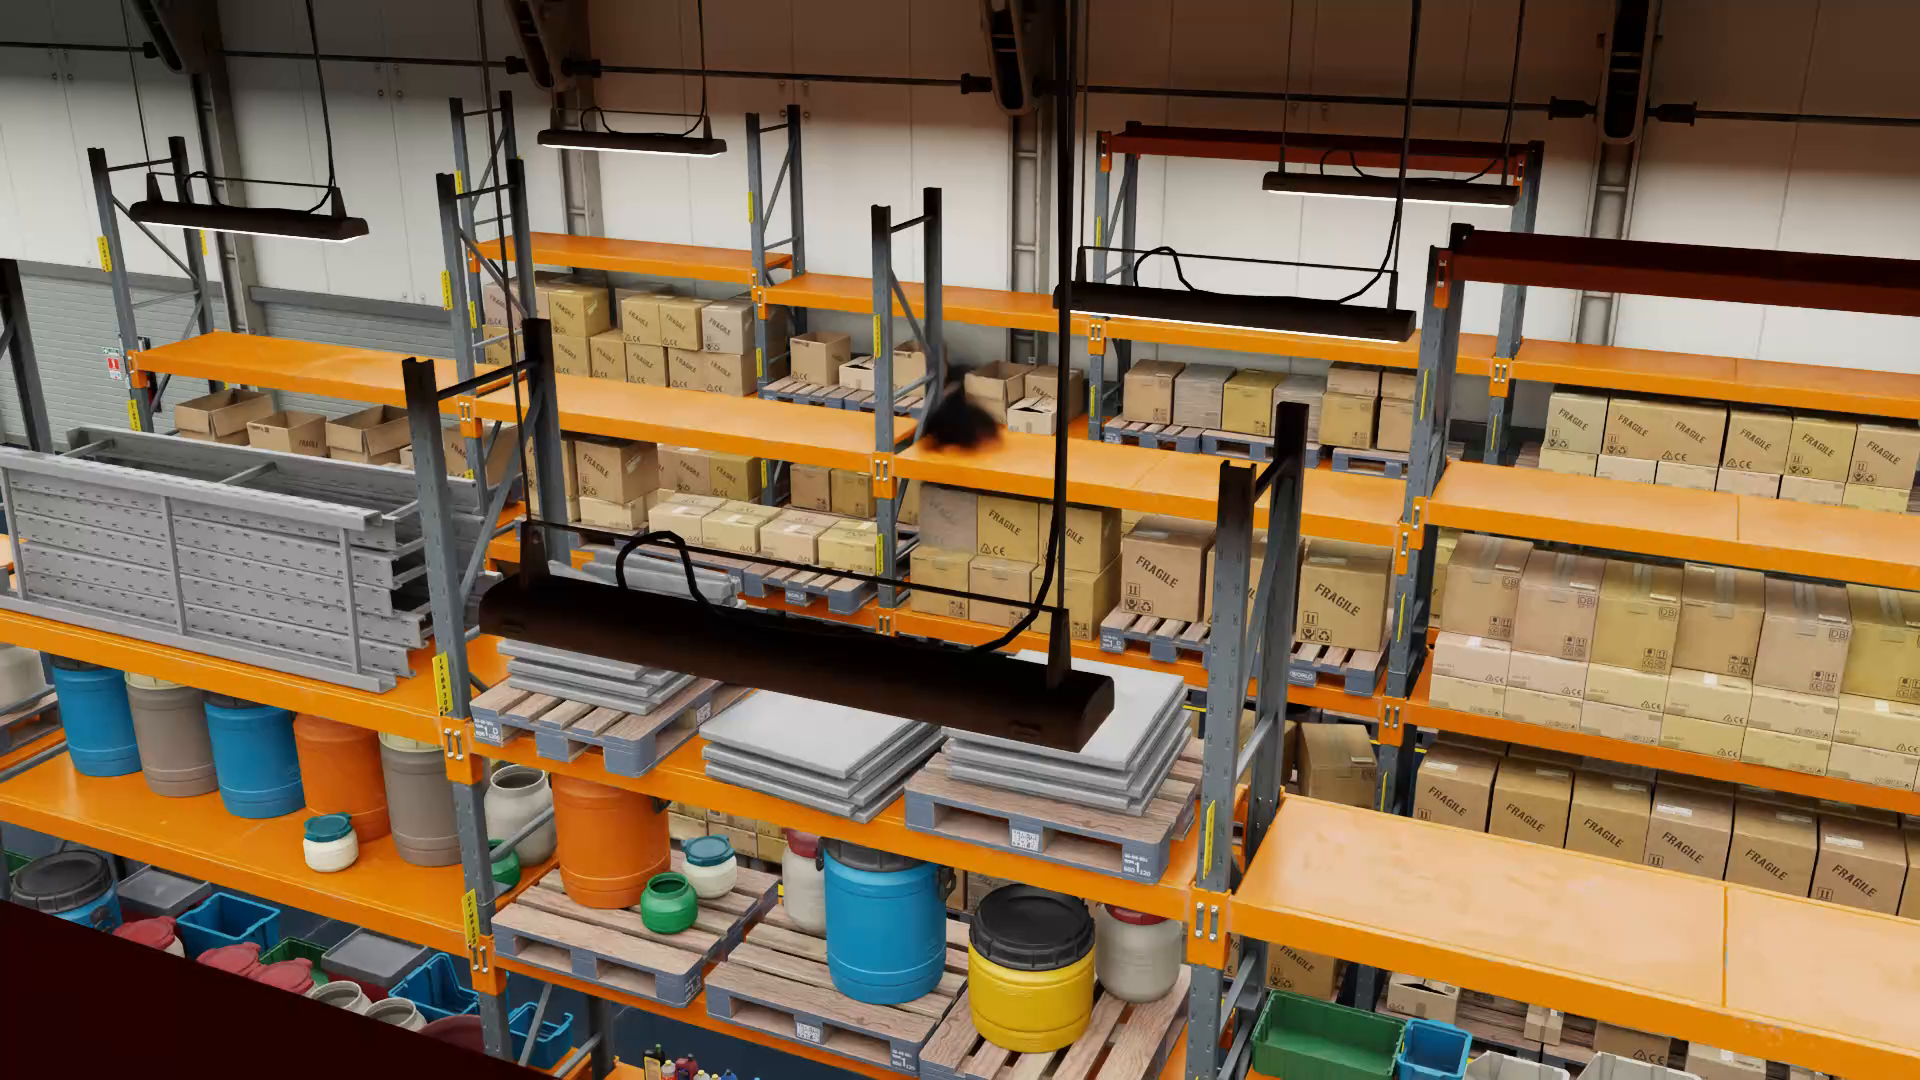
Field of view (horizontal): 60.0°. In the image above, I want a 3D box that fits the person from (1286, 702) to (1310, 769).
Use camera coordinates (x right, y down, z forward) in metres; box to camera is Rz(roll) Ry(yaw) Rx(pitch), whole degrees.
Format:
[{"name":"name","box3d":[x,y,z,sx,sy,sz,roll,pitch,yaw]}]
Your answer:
[{"name":"person","box3d":[3.155,1.632,15.926,0.724,1.746,0.641,5,21,12]}]
